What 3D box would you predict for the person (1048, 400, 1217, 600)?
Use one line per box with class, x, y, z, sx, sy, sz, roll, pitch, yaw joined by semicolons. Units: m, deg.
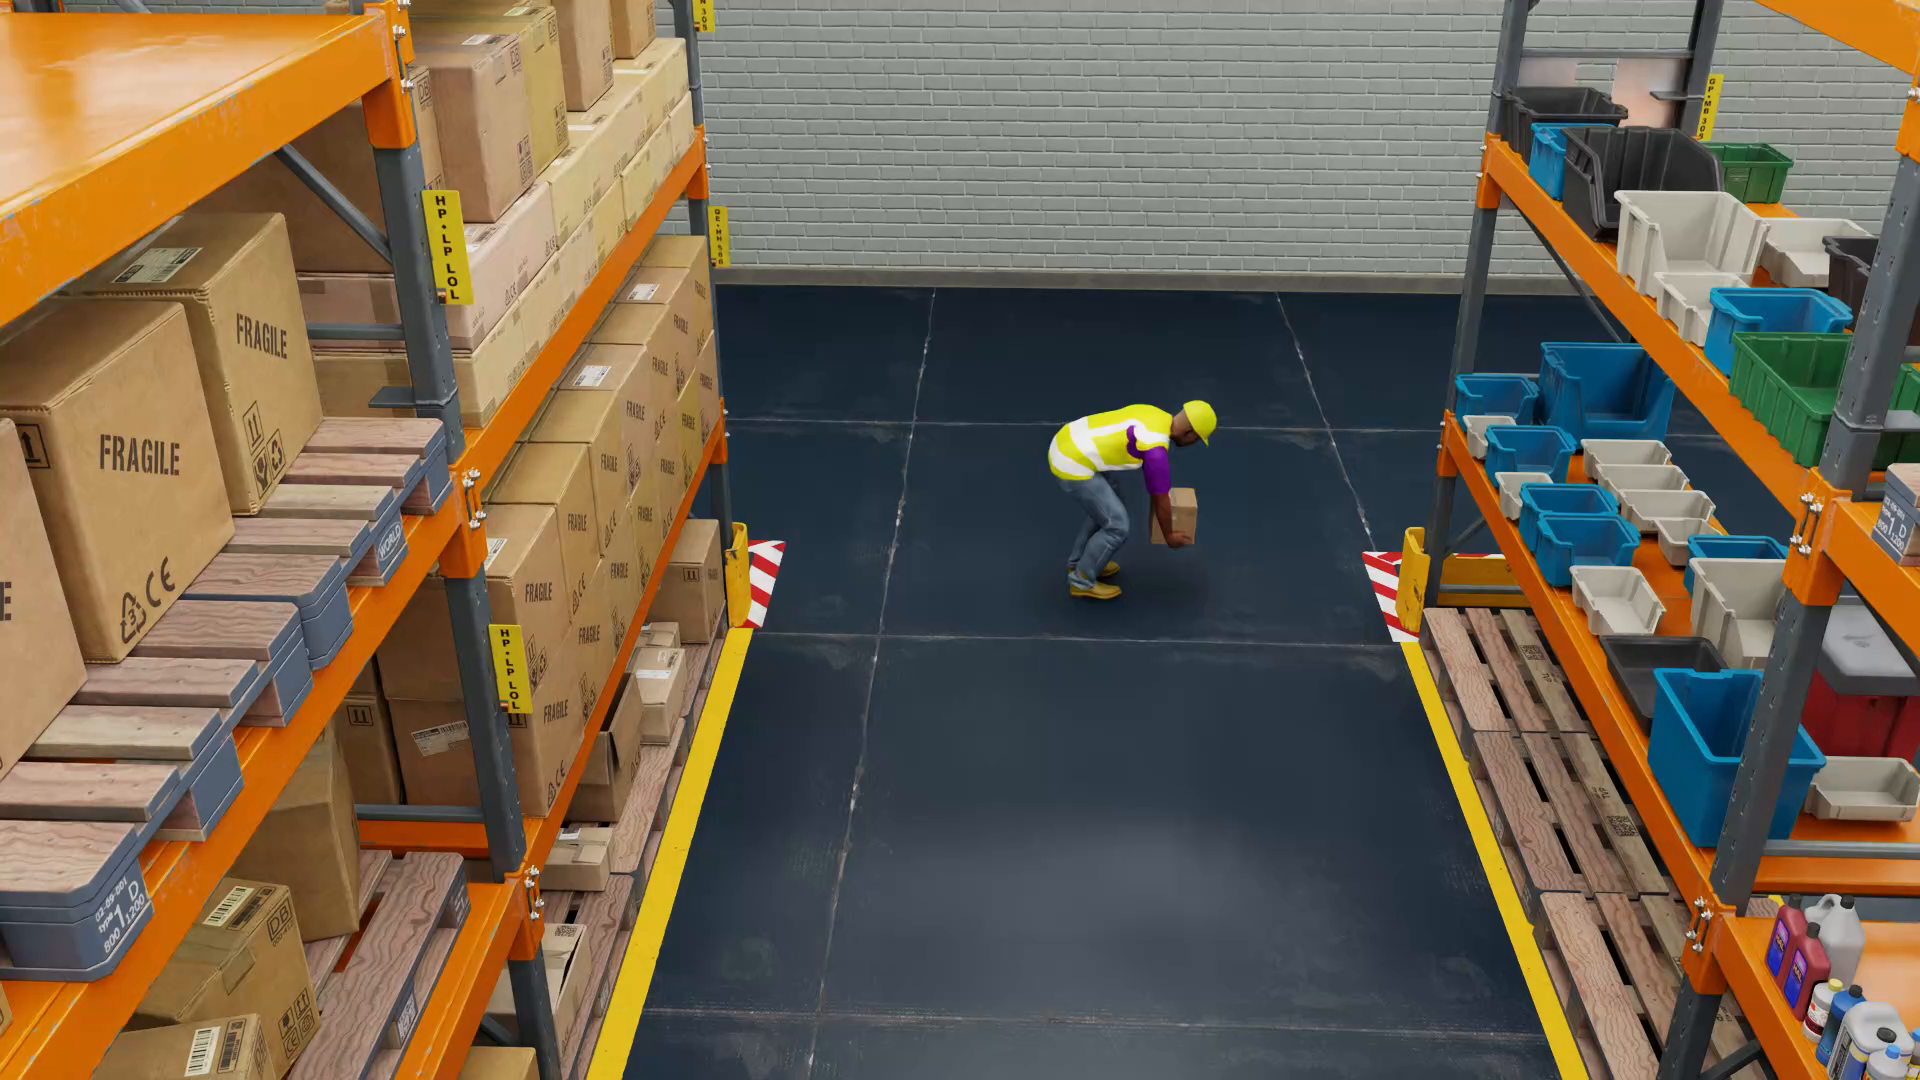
person;1.598;3.293;2.971;2.032;1.186;15.759;0;28;0
